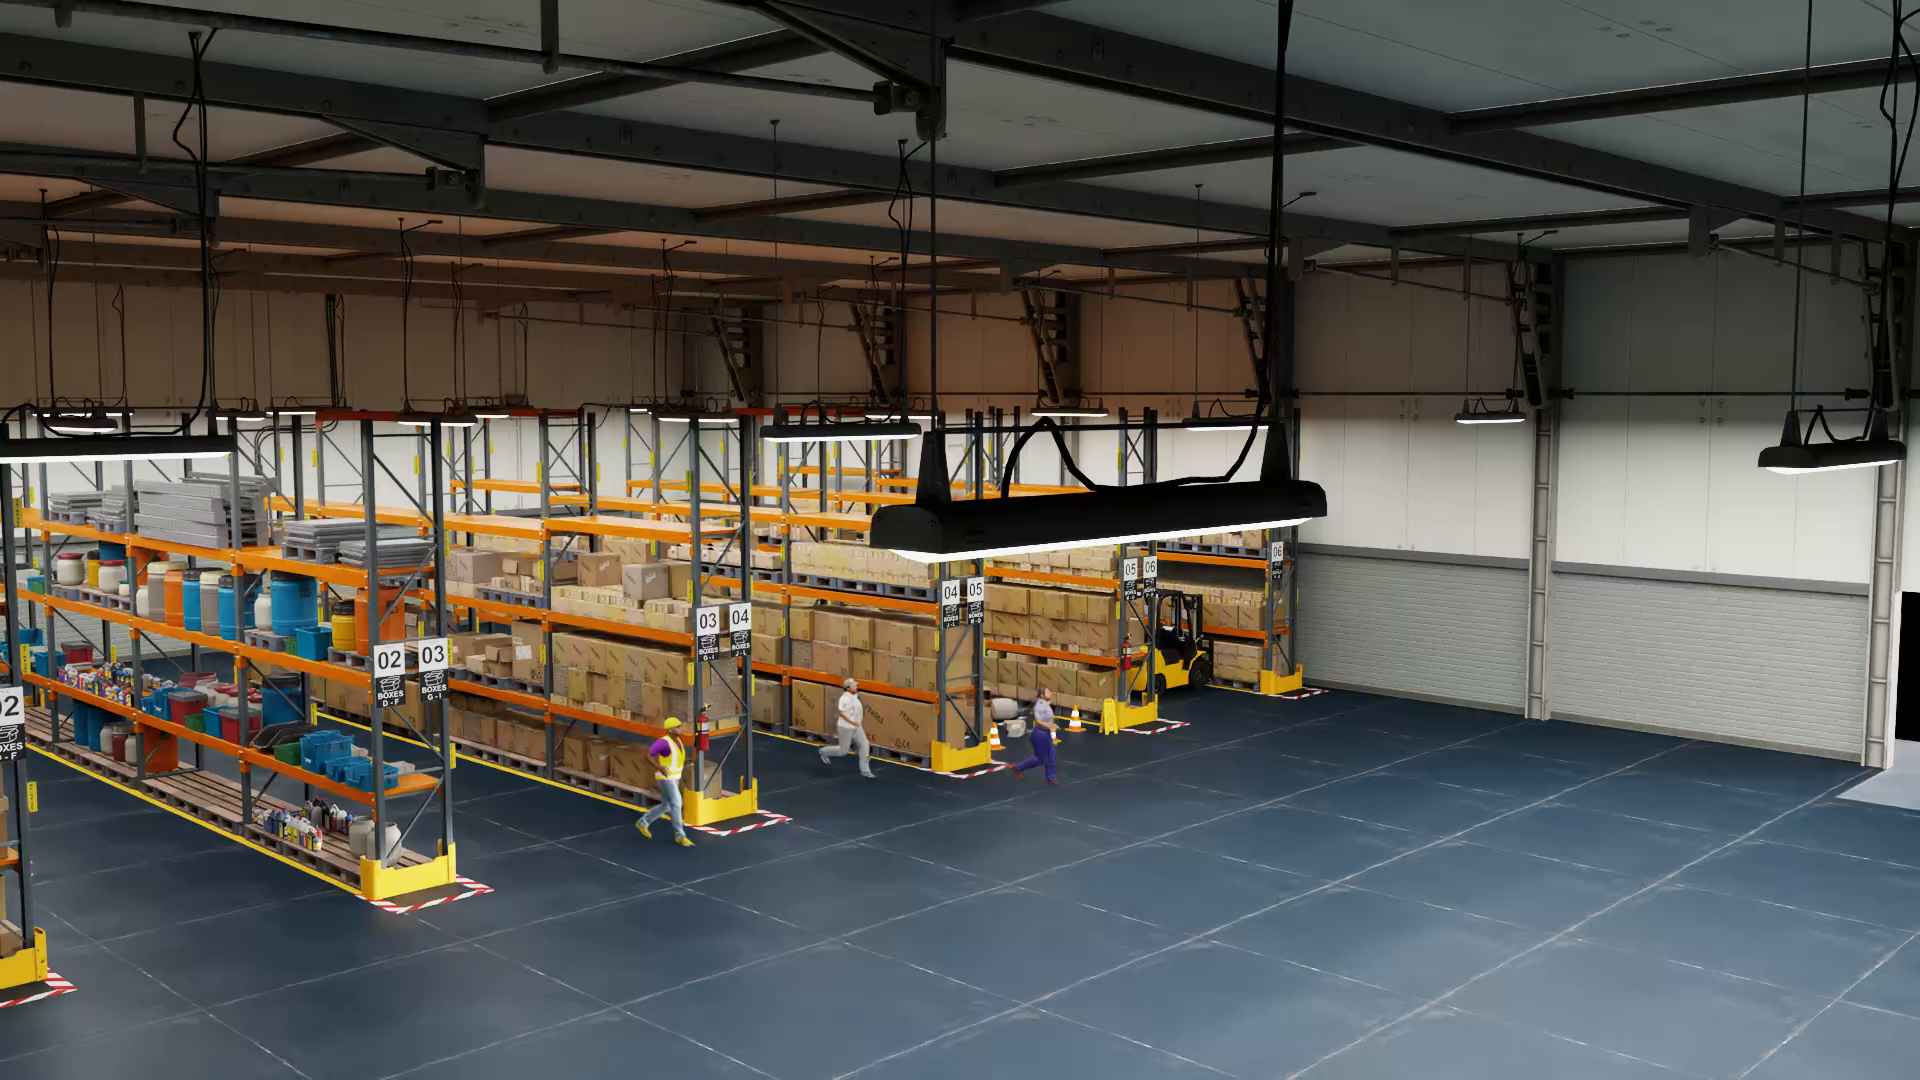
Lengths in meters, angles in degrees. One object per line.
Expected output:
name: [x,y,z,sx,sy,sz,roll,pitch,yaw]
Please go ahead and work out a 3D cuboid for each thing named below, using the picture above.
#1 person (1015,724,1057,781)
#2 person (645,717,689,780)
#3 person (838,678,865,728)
person: [1.231,3.429,26.782,0.666,0.928,0.422,1,5,8]
person: [-4.082,2.944,23.463,0.501,0.885,0.722,1,5,12]
person: [-1.826,2.690,27.418,0.454,0.819,0.585,2,6,26]
